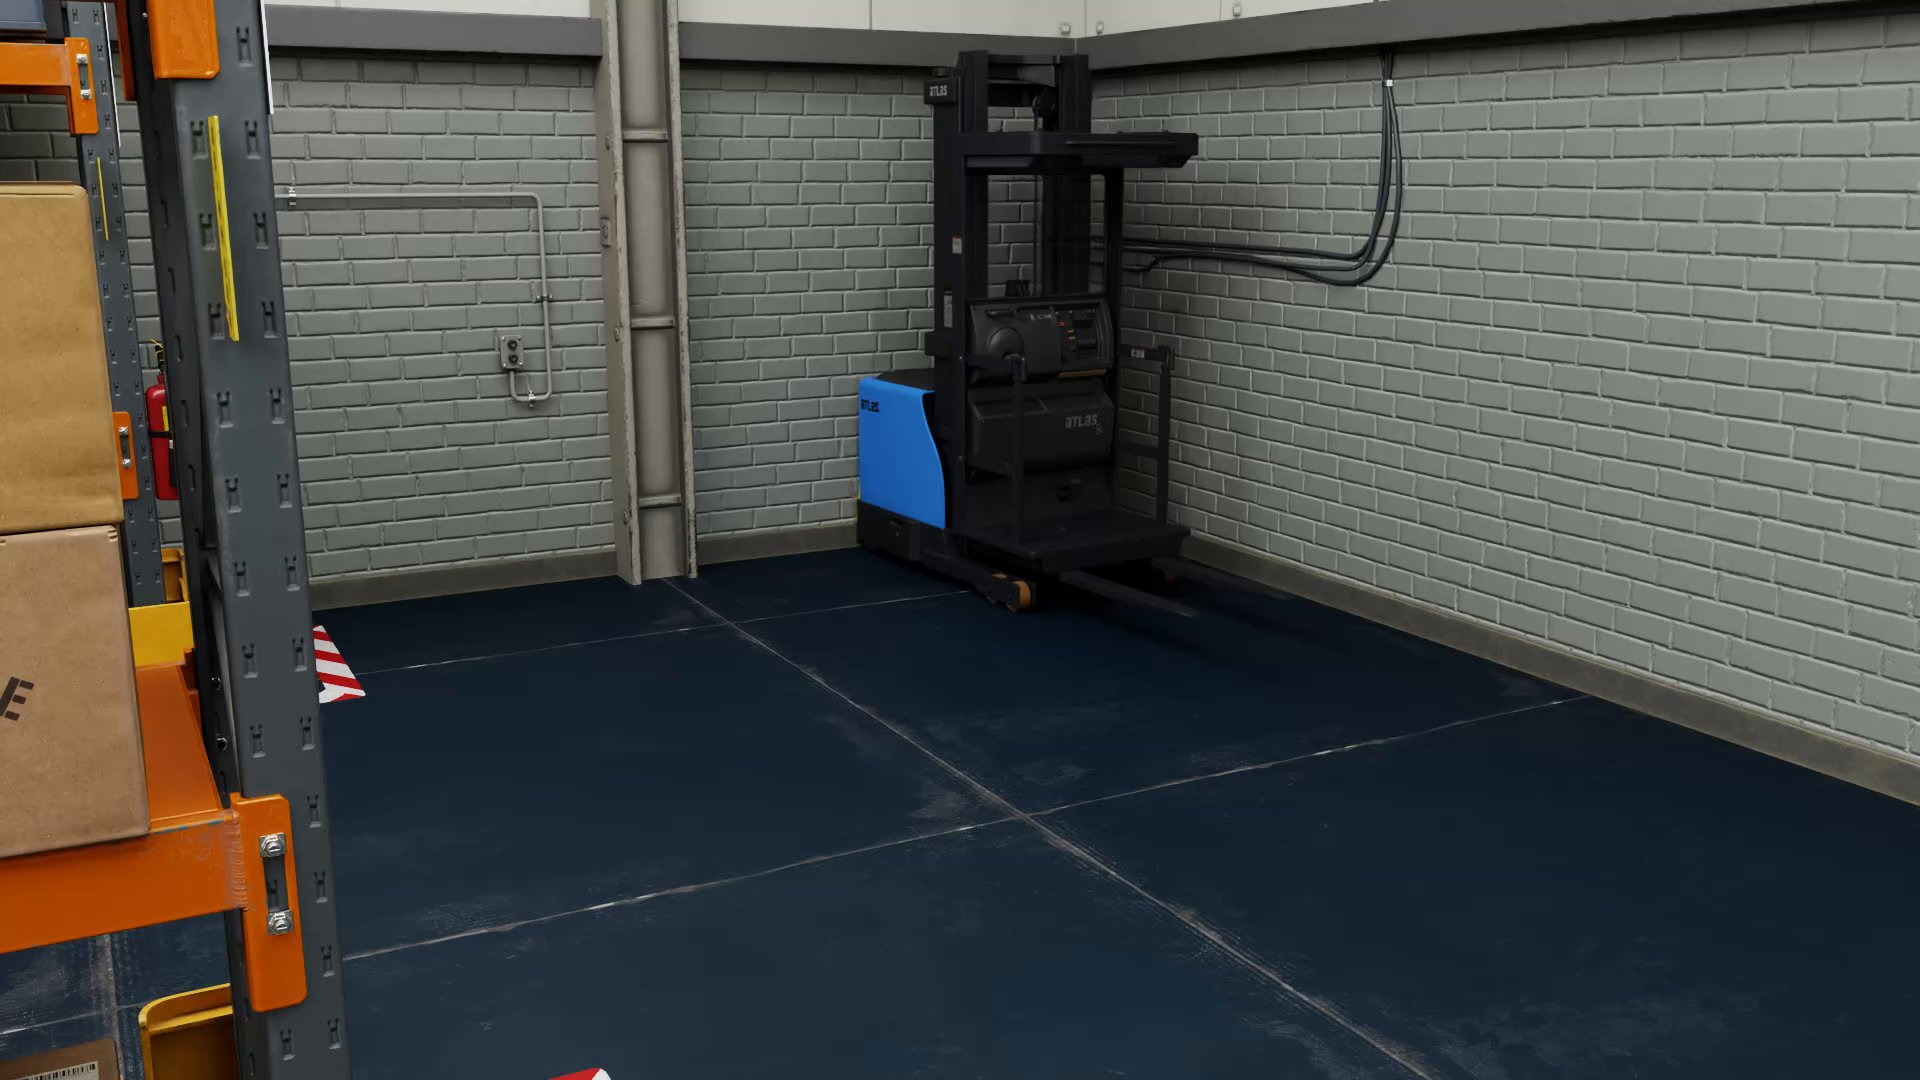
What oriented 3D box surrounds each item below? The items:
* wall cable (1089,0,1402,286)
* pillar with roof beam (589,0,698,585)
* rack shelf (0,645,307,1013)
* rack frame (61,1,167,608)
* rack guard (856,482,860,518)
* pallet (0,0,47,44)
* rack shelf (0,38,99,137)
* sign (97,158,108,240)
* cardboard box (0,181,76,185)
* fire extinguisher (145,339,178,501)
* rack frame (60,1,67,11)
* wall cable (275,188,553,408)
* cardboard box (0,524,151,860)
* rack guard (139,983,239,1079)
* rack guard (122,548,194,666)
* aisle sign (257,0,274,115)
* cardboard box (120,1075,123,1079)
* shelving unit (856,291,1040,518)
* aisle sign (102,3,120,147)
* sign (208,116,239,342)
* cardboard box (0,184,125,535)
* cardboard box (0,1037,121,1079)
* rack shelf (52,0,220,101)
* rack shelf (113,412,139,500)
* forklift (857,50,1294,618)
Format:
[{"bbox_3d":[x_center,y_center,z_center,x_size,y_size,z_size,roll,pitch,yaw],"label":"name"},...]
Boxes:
[{"bbox_3d":[1.415,-2.744,9.380,0.112,2.526,3.097,-7,14,-28],"label":"wall cable"},{"bbox_3d":[0.297,-3.354,5.018,0.400,9.000,9.100,-7,14,-28],"label":"pillar with roof beam"},{"bbox_3d":[-3.100,0.709,2.264,4.000,0.370,1.077,-7,14,-28],"label":"rack shelf"},{"bbox_3d":[-3.721,-0.806,7.360,0.127,3.000,1.000,-7,14,-28],"label":"rack frame"},{"bbox_3d":[-0.605,-0.268,10.600,0.087,0.250,0.587,5,2,-2],"label":"rack guard"},{"bbox_3d":[-4.367,-2.146,6.685,1.213,0.211,1.003,-7,14,-28],"label":"pallet"},{"bbox_3d":[-5.476,-1.708,6.175,4.000,0.370,1.077,-7,14,-28],"label":"rack shelf"},{"bbox_3d":[-3.473,-1.381,6.736,0.005,0.325,0.100,-7,14,-28],"label":"sign"},{"bbox_3d":[-1.860,-0.393,3.018,0.500,0.500,0.500,-6,14,-26],"label":"cardboard box"},{"bbox_3d":[-3.367,-0.514,7.085,0.183,0.674,0.296,-7,14,-28],"label":"fire extinguisher"},{"bbox_3d":[-3.721,-3.733,6.701,0.127,3.000,1.000,-7,14,-28],"label":"rack frame"},{"bbox_3d":[-3.050,-1.619,8.657,1.851,1.984,0.084,-7,14,-28],"label":"wall cable"},{"bbox_3d":[-1.607,0.199,2.666,0.500,0.500,0.500,-6,14,-26],"label":"cardboard box"},{"bbox_3d":[-1.411,1.375,3.359,0.348,0.500,1.175,-7,14,-28],"label":"rack guard"},{"bbox_3d":[-3.700,0.411,7.646,0.348,0.500,1.175,-7,14,-28],"label":"rack guard"},{"bbox_3d":[-1.137,-1.068,2.604,0.004,0.787,0.394,-7,14,-28],"label":"aisle sign"},{"bbox_3d":[-1.876,1.302,3.483,0.250,0.149,0.380,-7,14,-28],"label":"cardboard box"},{"bbox_3d":[-0.058,-0.850,10.594,1.083,1.500,0.587,5,2,-2],"label":"shelving unit"},{"bbox_3d":[-3.514,-2.024,6.851,0.004,0.787,0.394,-7,14,-28],"label":"aisle sign"},{"bbox_3d":[-1.096,-0.462,2.473,0.005,0.325,0.100,-7,14,-28],"label":"sign"},{"bbox_3d":[-1.603,-0.289,2.556,0.500,0.500,0.500,-7,14,-28],"label":"cardboard box"},{"bbox_3d":[-1.703,1.257,2.881,0.500,0.500,0.500,-7,14,-28],"label":"cardboard box"},{"bbox_3d":[-3.100,-0.754,1.935,4.000,0.370,1.077,-7,14,-28],"label":"rack shelf"},{"bbox_3d":[-5.476,-0.245,6.504,4.000,0.370,1.077,-7,14,-28],"label":"rack shelf"},{"bbox_3d":[0.579,-1.165,9.110,1.130,2.935,3.031,-8,15,-32],"label":"forklift"}]
